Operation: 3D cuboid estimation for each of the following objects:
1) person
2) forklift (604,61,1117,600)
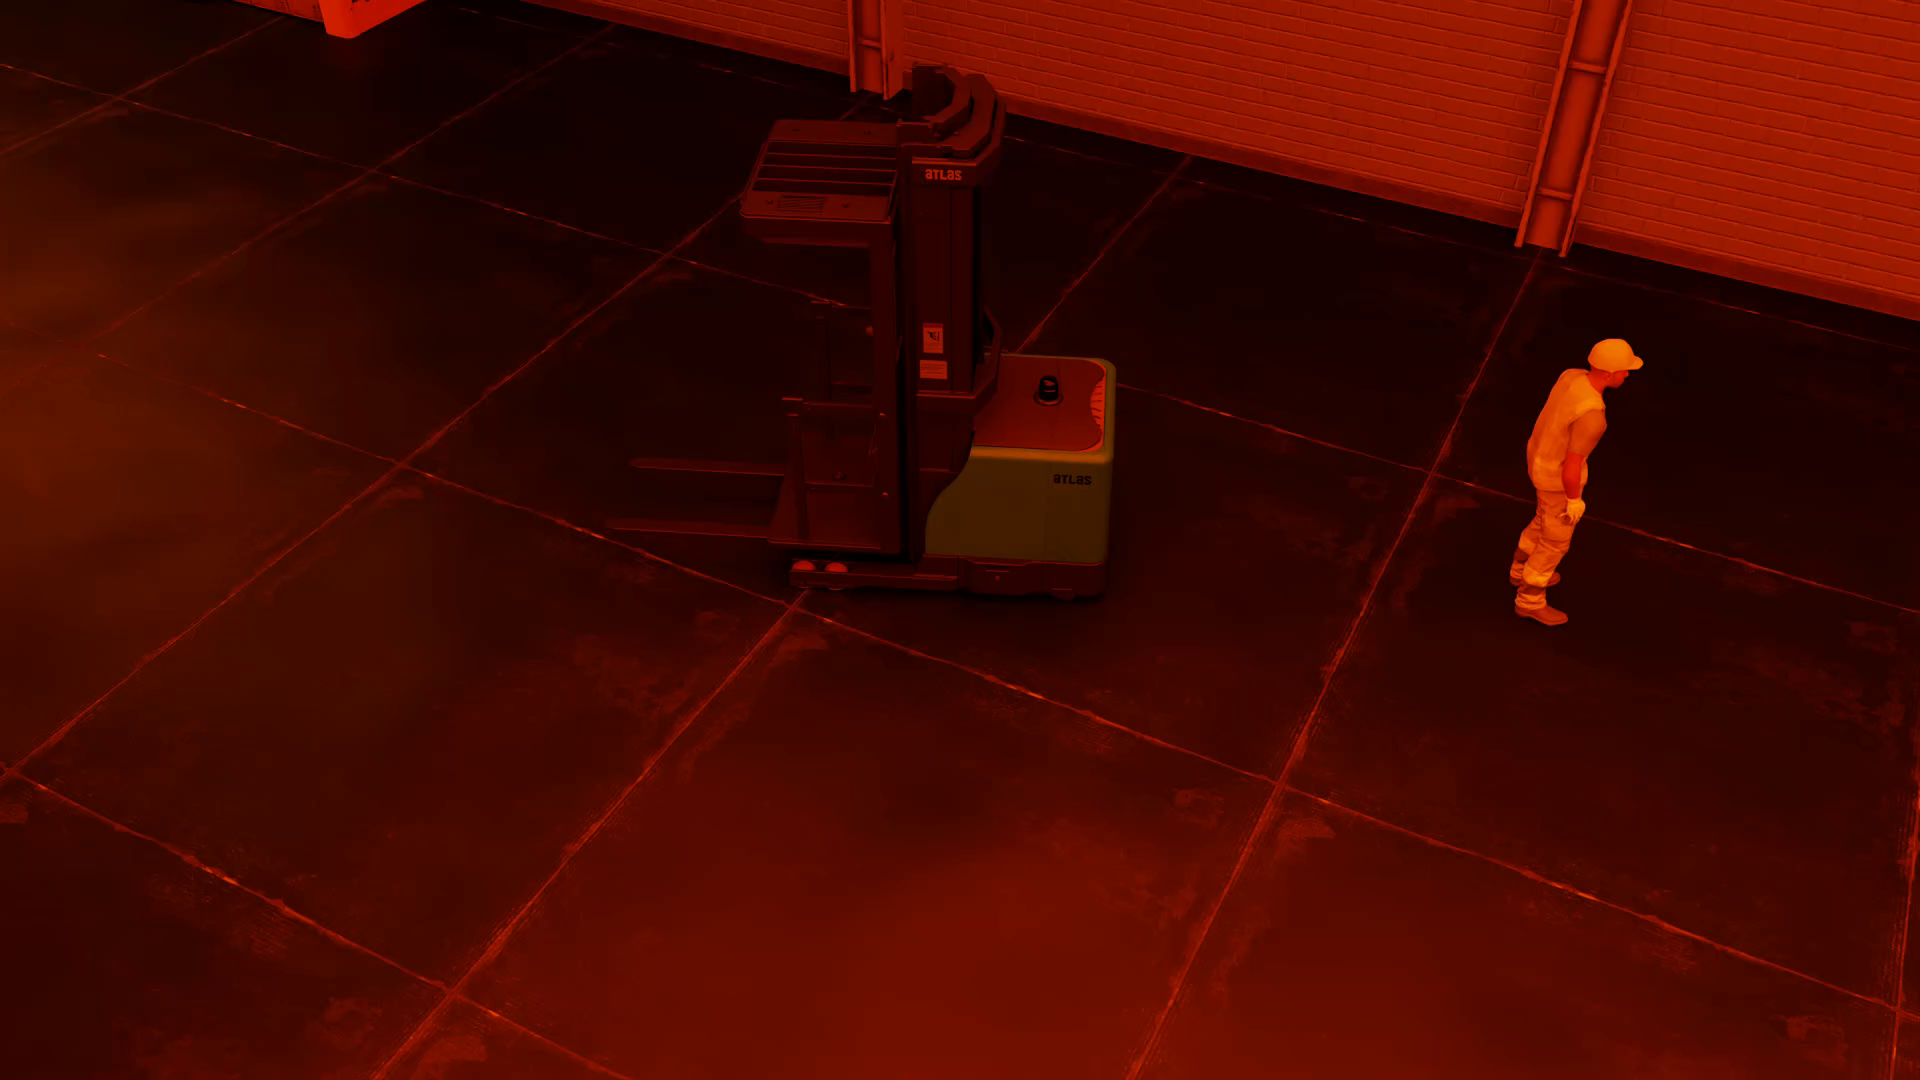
[{"bbox_3d":[3.392,-0.358,9.310,0.451,1.778,0.611,4,40,5],"label":"person"},{"bbox_3d":[-0.606,-1.157,9.360,3.031,2.935,1.130,3,40,4],"label":"forklift"}]
